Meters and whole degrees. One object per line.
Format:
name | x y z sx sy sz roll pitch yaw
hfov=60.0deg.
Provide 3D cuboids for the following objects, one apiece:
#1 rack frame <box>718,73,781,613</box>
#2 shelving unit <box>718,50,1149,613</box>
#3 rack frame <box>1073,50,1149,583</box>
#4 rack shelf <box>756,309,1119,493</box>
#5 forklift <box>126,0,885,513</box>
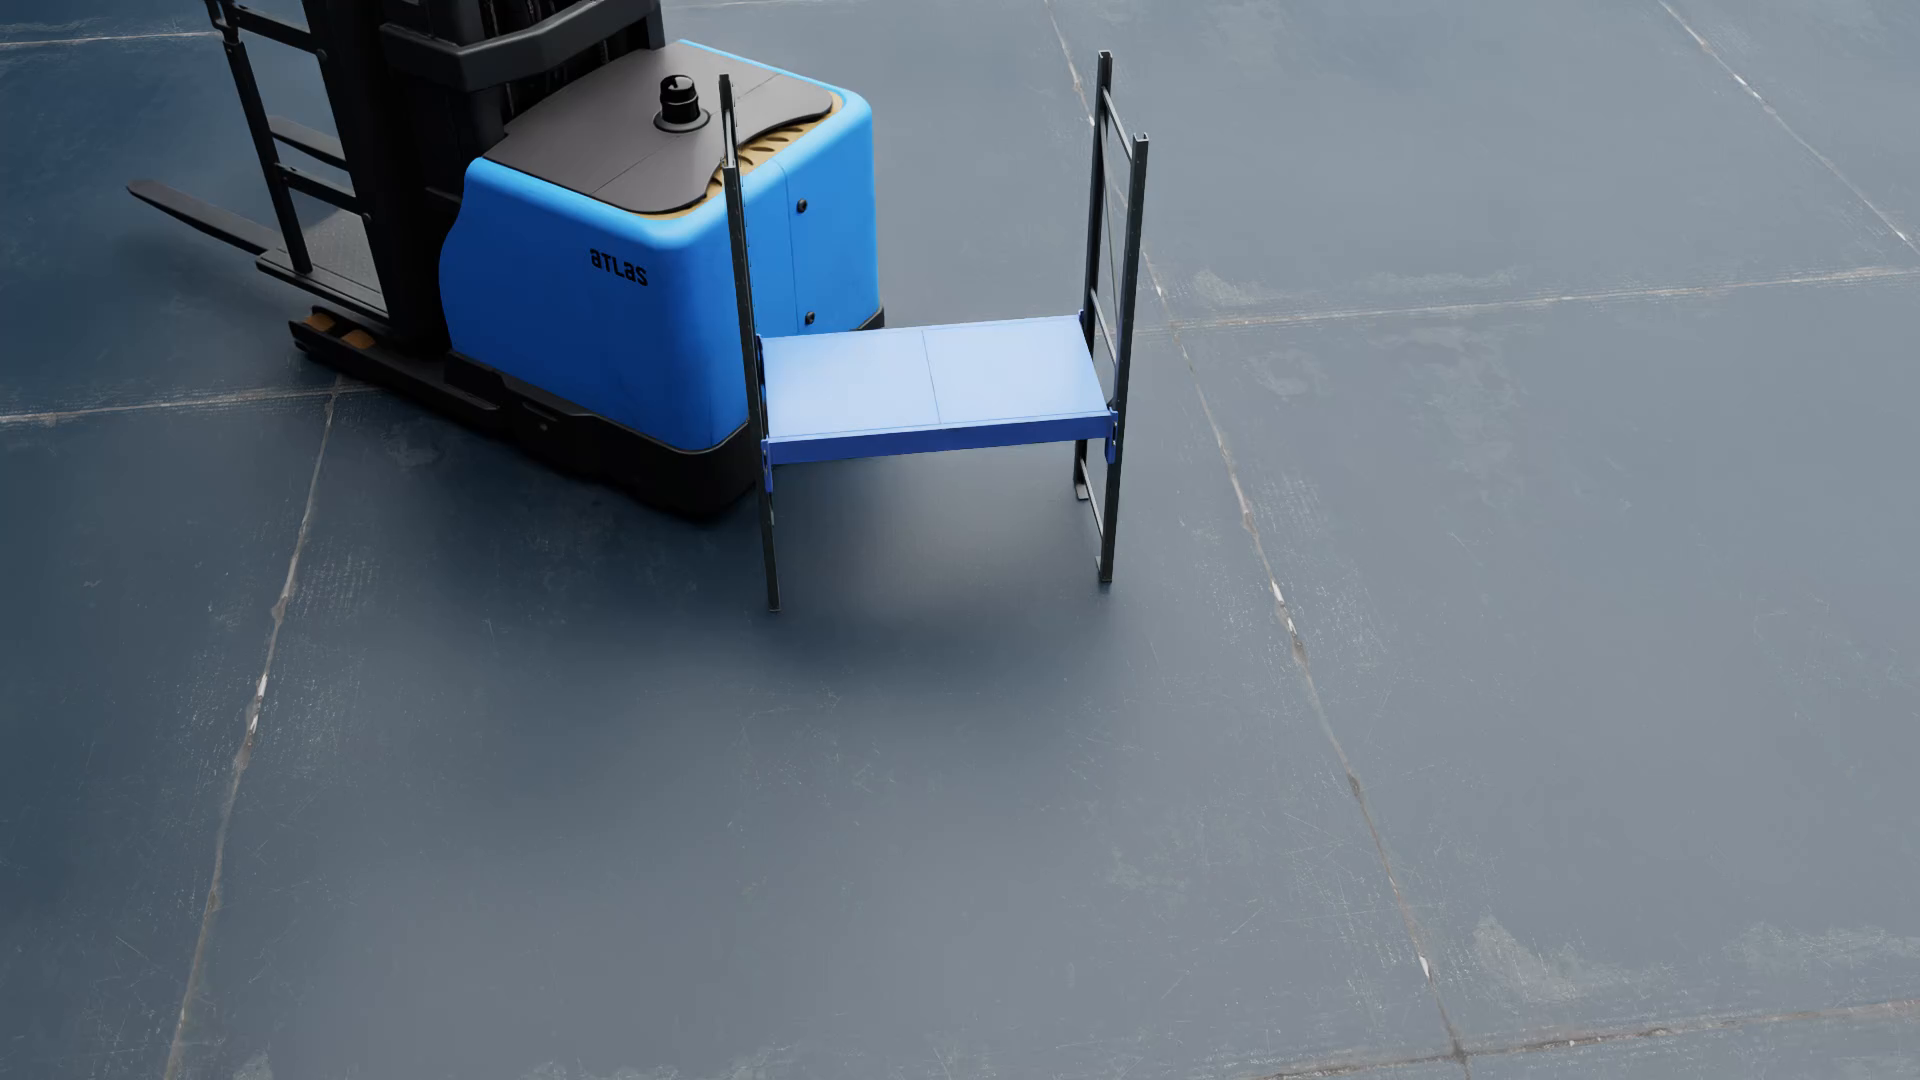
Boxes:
rack frame | -0.589 -0.505 4.691 0.032 1.500 0.500 -5 42 -6
shelving unit | -0.085 -0.550 4.739 1.048 1.500 0.538 -5 42 -6
rack frame | 0.419 -0.594 4.788 0.032 1.500 0.500 -5 42 -6
rack shelf | -0.085 -0.416 4.860 1.000 0.185 0.538 -5 42 -6
forklift | -1.777 -1.936 5.208 3.031 2.935 1.130 23 47 24
